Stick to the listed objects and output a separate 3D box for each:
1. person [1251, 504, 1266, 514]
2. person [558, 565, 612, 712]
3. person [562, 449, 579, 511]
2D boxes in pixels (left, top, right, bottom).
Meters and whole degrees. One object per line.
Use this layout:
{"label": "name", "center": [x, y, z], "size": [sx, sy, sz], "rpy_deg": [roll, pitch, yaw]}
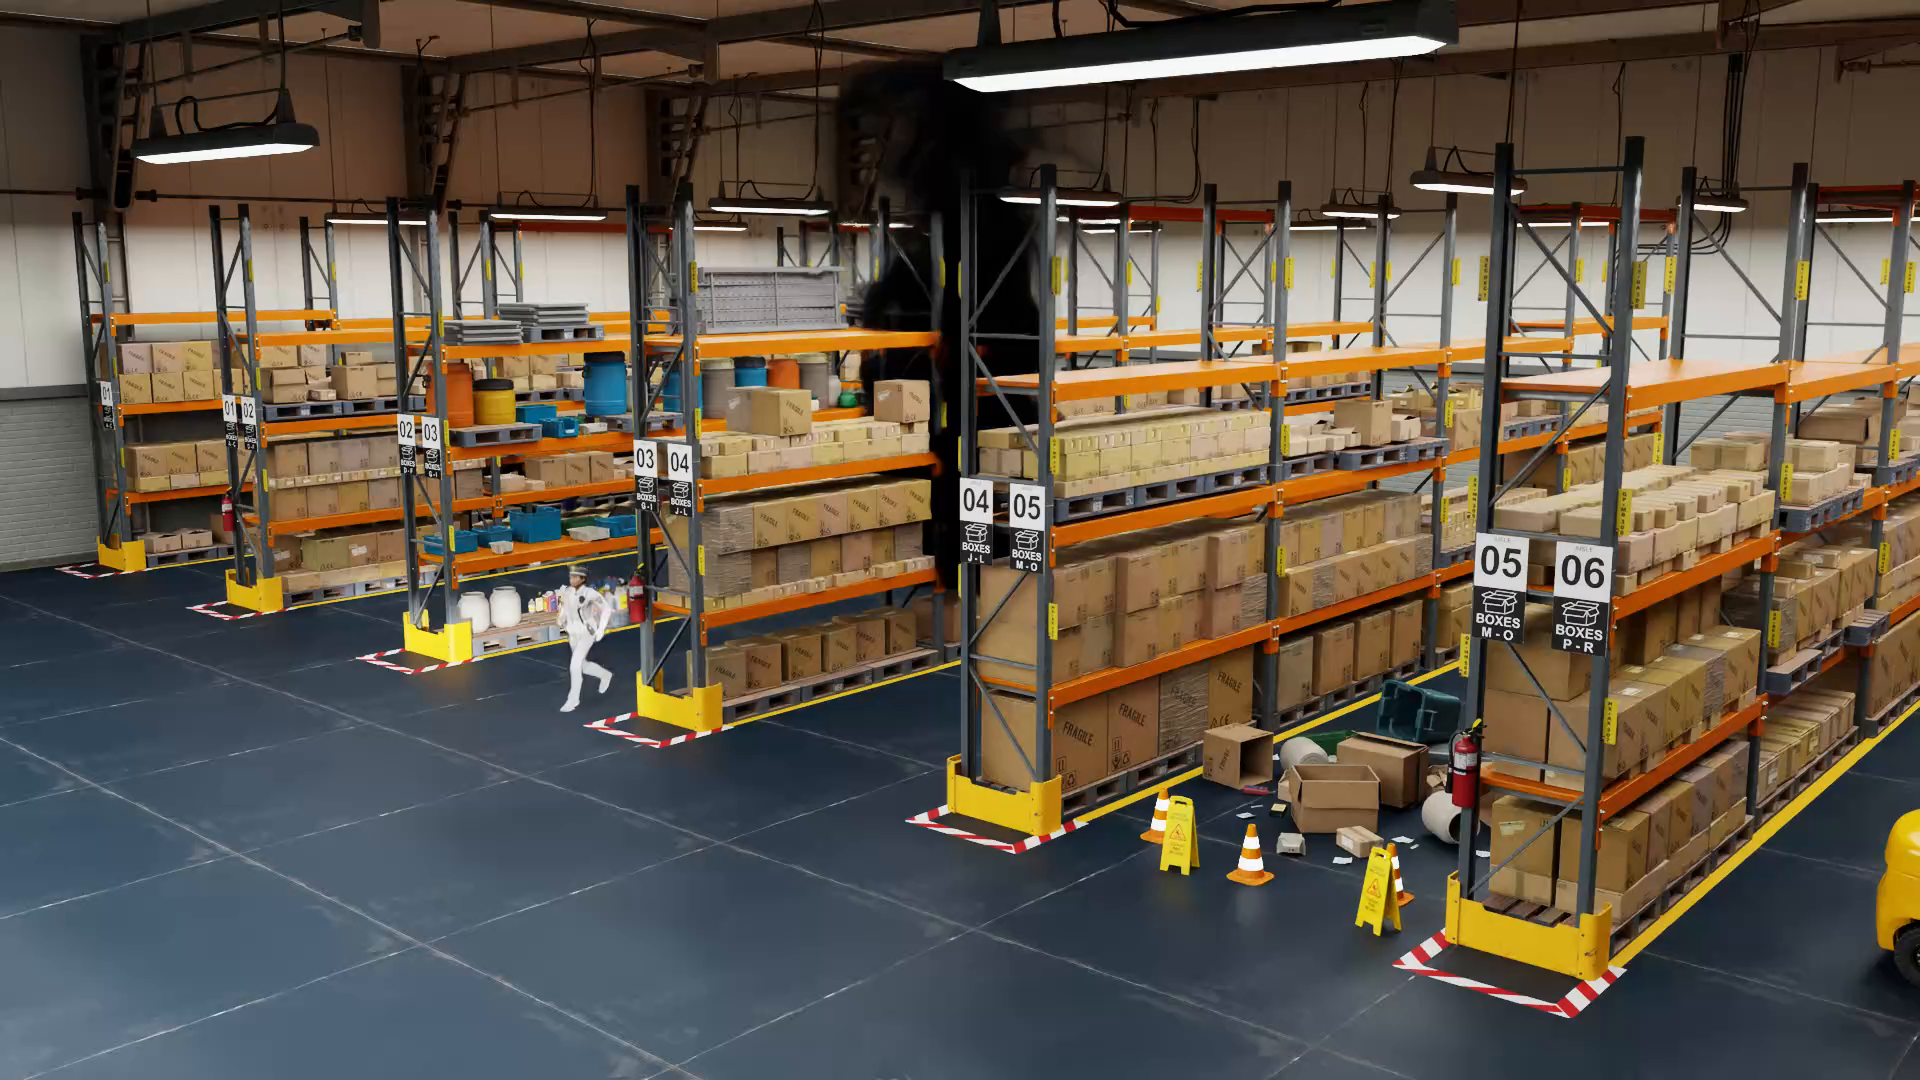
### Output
{"label": "person", "center": [4.353, 0.282, 24.539], "size": [0.603, 1.650, 0.546], "rpy_deg": [7, 12, 36]}
{"label": "person", "center": [-4.428, 1.119, 19.578], "size": [0.654, 1.693, 0.854], "rpy_deg": [7, 12, 34]}
{"label": "person", "center": [-7.479, -0.909, 31.891], "size": [0.592, 1.699, 0.725], "rpy_deg": [7, 12, 36]}
